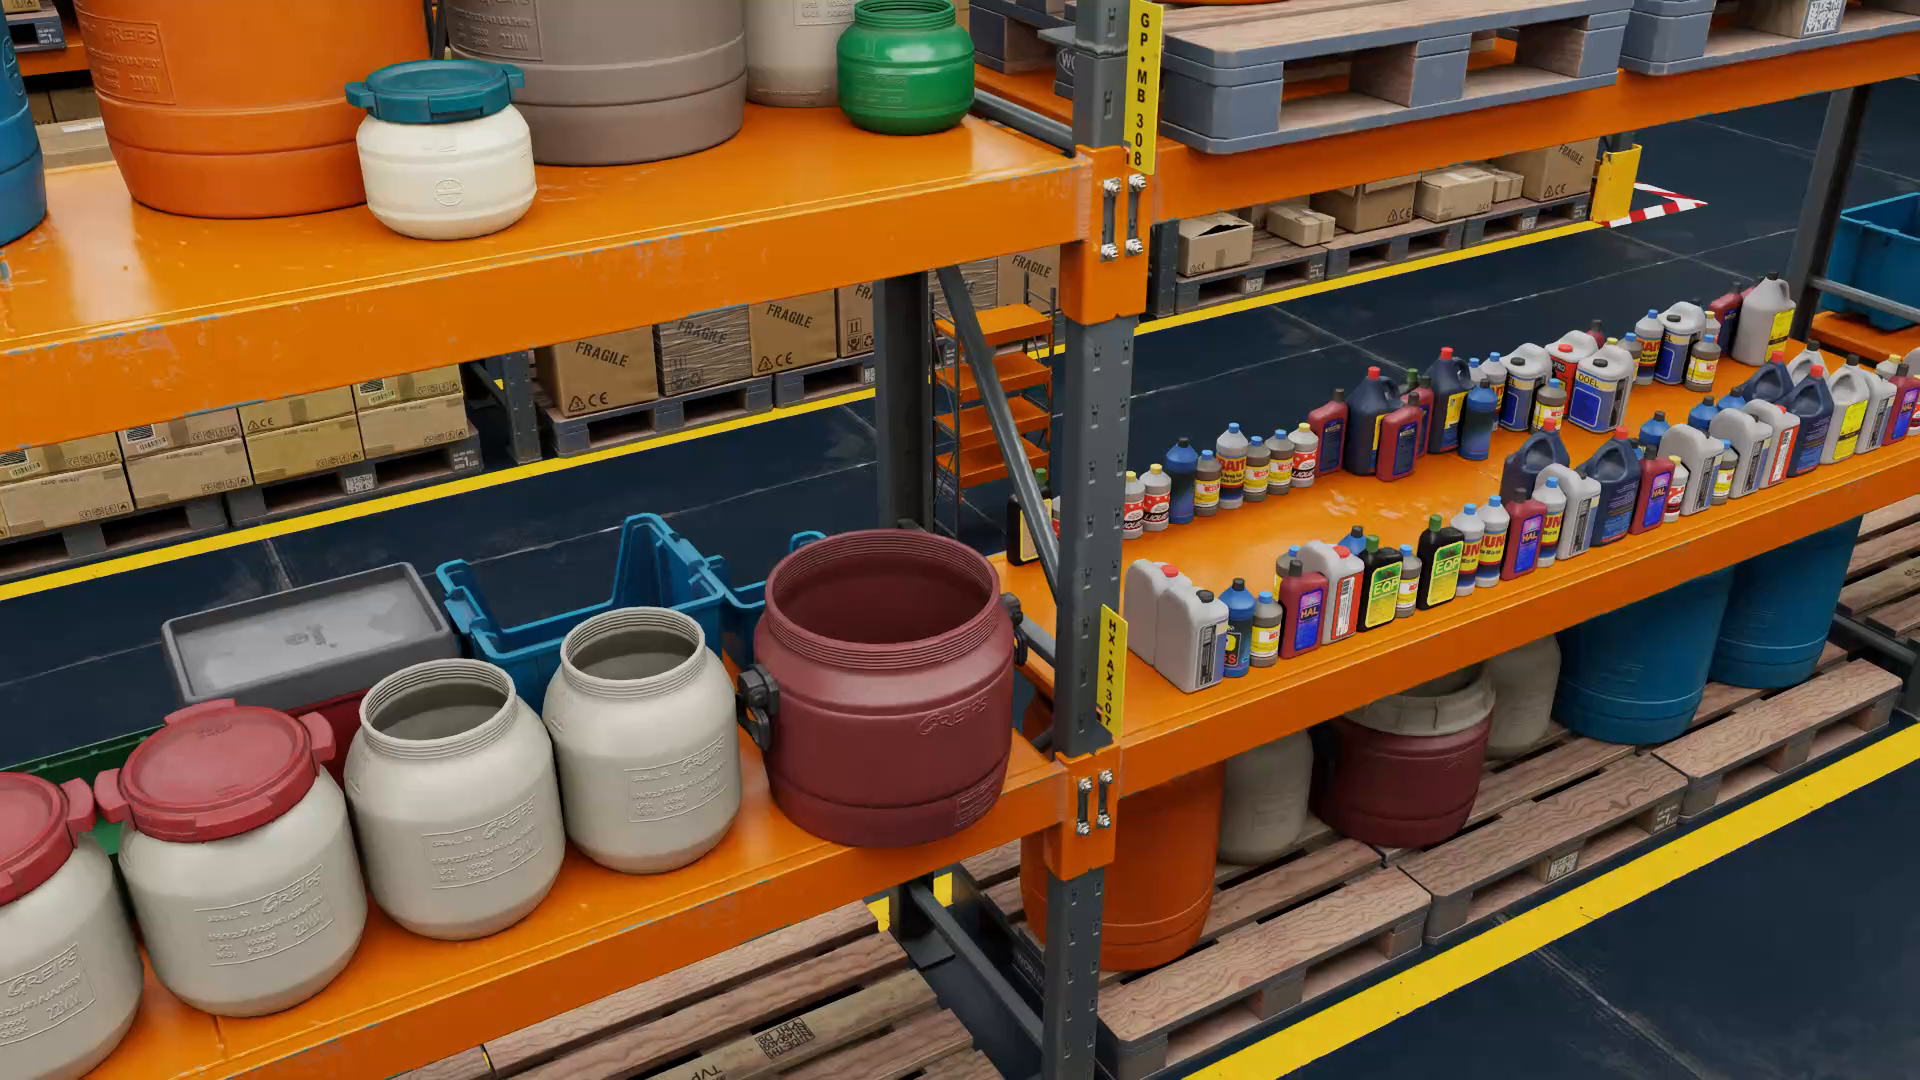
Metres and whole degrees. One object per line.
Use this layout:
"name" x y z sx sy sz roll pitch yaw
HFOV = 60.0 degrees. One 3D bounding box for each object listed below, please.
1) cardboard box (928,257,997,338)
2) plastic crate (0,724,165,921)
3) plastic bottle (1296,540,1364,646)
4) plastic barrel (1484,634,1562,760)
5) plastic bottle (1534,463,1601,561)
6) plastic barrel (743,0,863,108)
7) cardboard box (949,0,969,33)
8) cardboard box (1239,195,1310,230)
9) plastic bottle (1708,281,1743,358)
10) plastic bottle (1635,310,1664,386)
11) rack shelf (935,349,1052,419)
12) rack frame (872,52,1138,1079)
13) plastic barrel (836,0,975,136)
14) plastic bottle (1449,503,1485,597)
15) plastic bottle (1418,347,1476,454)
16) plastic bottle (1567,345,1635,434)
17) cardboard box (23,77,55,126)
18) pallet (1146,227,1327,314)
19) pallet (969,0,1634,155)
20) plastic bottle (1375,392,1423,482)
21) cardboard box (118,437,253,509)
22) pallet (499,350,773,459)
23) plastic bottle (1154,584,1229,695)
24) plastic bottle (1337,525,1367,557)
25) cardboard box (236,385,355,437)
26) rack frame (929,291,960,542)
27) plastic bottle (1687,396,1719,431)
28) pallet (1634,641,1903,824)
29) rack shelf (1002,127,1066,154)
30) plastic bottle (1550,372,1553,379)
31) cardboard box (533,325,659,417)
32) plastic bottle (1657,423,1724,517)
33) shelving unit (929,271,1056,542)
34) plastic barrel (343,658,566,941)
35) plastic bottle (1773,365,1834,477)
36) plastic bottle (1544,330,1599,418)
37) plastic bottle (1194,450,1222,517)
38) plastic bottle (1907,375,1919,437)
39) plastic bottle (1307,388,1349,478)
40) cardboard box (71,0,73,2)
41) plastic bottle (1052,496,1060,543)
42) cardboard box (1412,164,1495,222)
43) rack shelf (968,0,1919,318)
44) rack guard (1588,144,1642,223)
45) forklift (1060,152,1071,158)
"cardboard box" -0.129 -1.506 9.506 0.500 0.500 0.500 -15 32 -26
"plastic crate" -2.019 0.684 3.626 0.662 0.188 0.450 -16 33 -26
"plastic bottle" 1.007 0.125 4.547 0.135 0.276 0.152 -16 33 -26
"plastic barrel" 1.900 0.482 5.912 0.421 0.512 0.421 0 29 0
"plastic bottle" 1.804 -0.101 4.957 0.135 0.276 0.152 -16 33 -26
"plastic barrel" -0.351 -1.258 3.705 0.421 0.512 0.421 0 29 0
"cardboard box" -0.068 -2.898 9.359 0.500 0.500 0.700 -11 31 -19
"cardboard box" 2.008 -2.345 11.221 0.500 0.311 0.500 -16 33 -26
"plastic bottle" 2.873 -0.828 6.266 0.133 0.283 0.061 -16 33 -26
"plastic bottle" 2.499 -0.706 6.058 0.097 0.271 0.097 0 29 0
"rack shelf" 0.143 -0.703 7.458 0.480 0.148 0.258 -16 33 -26
"rack frame" 0.072 0.156 4.364 0.127 3.000 1.000 -16 33 -26
"plastic barrel" -0.115 -1.008 3.528 0.294 0.245 0.294 0 29 0
"plastic bottle" 1.435 0.021 4.740 0.097 0.271 0.097 0 29 0
"plastic bottle" 1.622 -0.479 5.564 0.185 0.351 0.144 -16 33 -26
"plastic bottle" 2.207 -0.525 5.724 0.135 0.276 0.152 -16 33 -26
"cardboard box" -6.506 -2.959 11.362 0.500 0.250 0.500 -16 33 -27
"pallet" 1.607 -1.835 10.856 1.213 0.211 1.003 -16 33 -26
"pallet" 0.781 -1.221 3.950 1.213 0.211 1.003 -16 33 -26
"plastic bottle" 1.422 -0.335 5.373 0.133 0.283 0.061 -16 33 -26
"cardboard box" -3.642 -0.409 7.798 0.500 0.250 0.500 -15 32 -25
"pallet" -1.772 -0.855 9.081 1.213 0.211 1.003 -16 33 -26
"plastic bottle" 0.609 0.239 4.341 0.135 0.276 0.152 -16 33 -26
"plastic bottle" 1.090 0.085 4.624 0.097 0.271 0.097 0 29 0
"cardboard box" -3.206 -0.774 7.878 0.500 0.311 0.500 -16 33 -27
"rack frame" -0.068 -0.506 7.425 0.015 1.200 0.240 -16 33 -26
"plastic bottle" 2.399 -0.338 5.390 0.097 0.271 0.097 0 29 0
"pallet" 2.834 0.569 6.501 1.213 0.211 1.003 -16 33 -26
"rack shelf" -0.710 -2.083 9.165 4.000 0.370 1.077 -16 33 -26
"plastic bottle" 2.016 -0.538 5.827 0.097 0.201 0.097 0 29 0
"cardboard box" -1.897 -0.999 8.588 0.500 0.500 0.500 -14 32 -24
"plastic bottle" 2.279 -0.235 5.201 0.135 0.276 0.152 -16 33 -26
"shelving unit" 0.143 -0.566 7.534 0.503 1.200 0.258 -16 33 -26
"plastic barrel" -1.070 0.551 3.532 0.421 0.512 0.421 0 29 0
"plastic bottle" 2.734 -0.395 5.413 0.185 0.351 0.144 -16 33 -26
"plastic bottle" 2.130 -0.588 5.839 0.135 0.276 0.152 -16 33 -26
"plastic bottle" 0.764 -0.183 5.182 0.097 0.201 0.097 0 29 0
"plastic bottle" 3.258 -0.466 5.695 0.097 0.201 0.097 0 29 0
"plastic bottle" 1.190 -0.350 5.400 0.133 0.283 0.061 -16 33 -26
"cardboard box" -5.816 -3.941 11.227 0.500 0.500 0.700 -19 34 -31
"plastic bottle" 0.313 -0.055 4.950 0.097 0.201 0.097 0 29 0
"cardboard box" 3.285 -2.400 11.385 0.500 0.250 0.500 -16 33 -26
"rack shelf" 1.796 -1.332 4.700 4.000 0.370 1.077 -16 33 -26
"rack guard" 4.397 -2.754 12.223 0.348 0.500 1.175 -16 33 -26
"forklift" -0.228 -3.804 11.610 3.031 2.935 1.130 -17 33 -27
